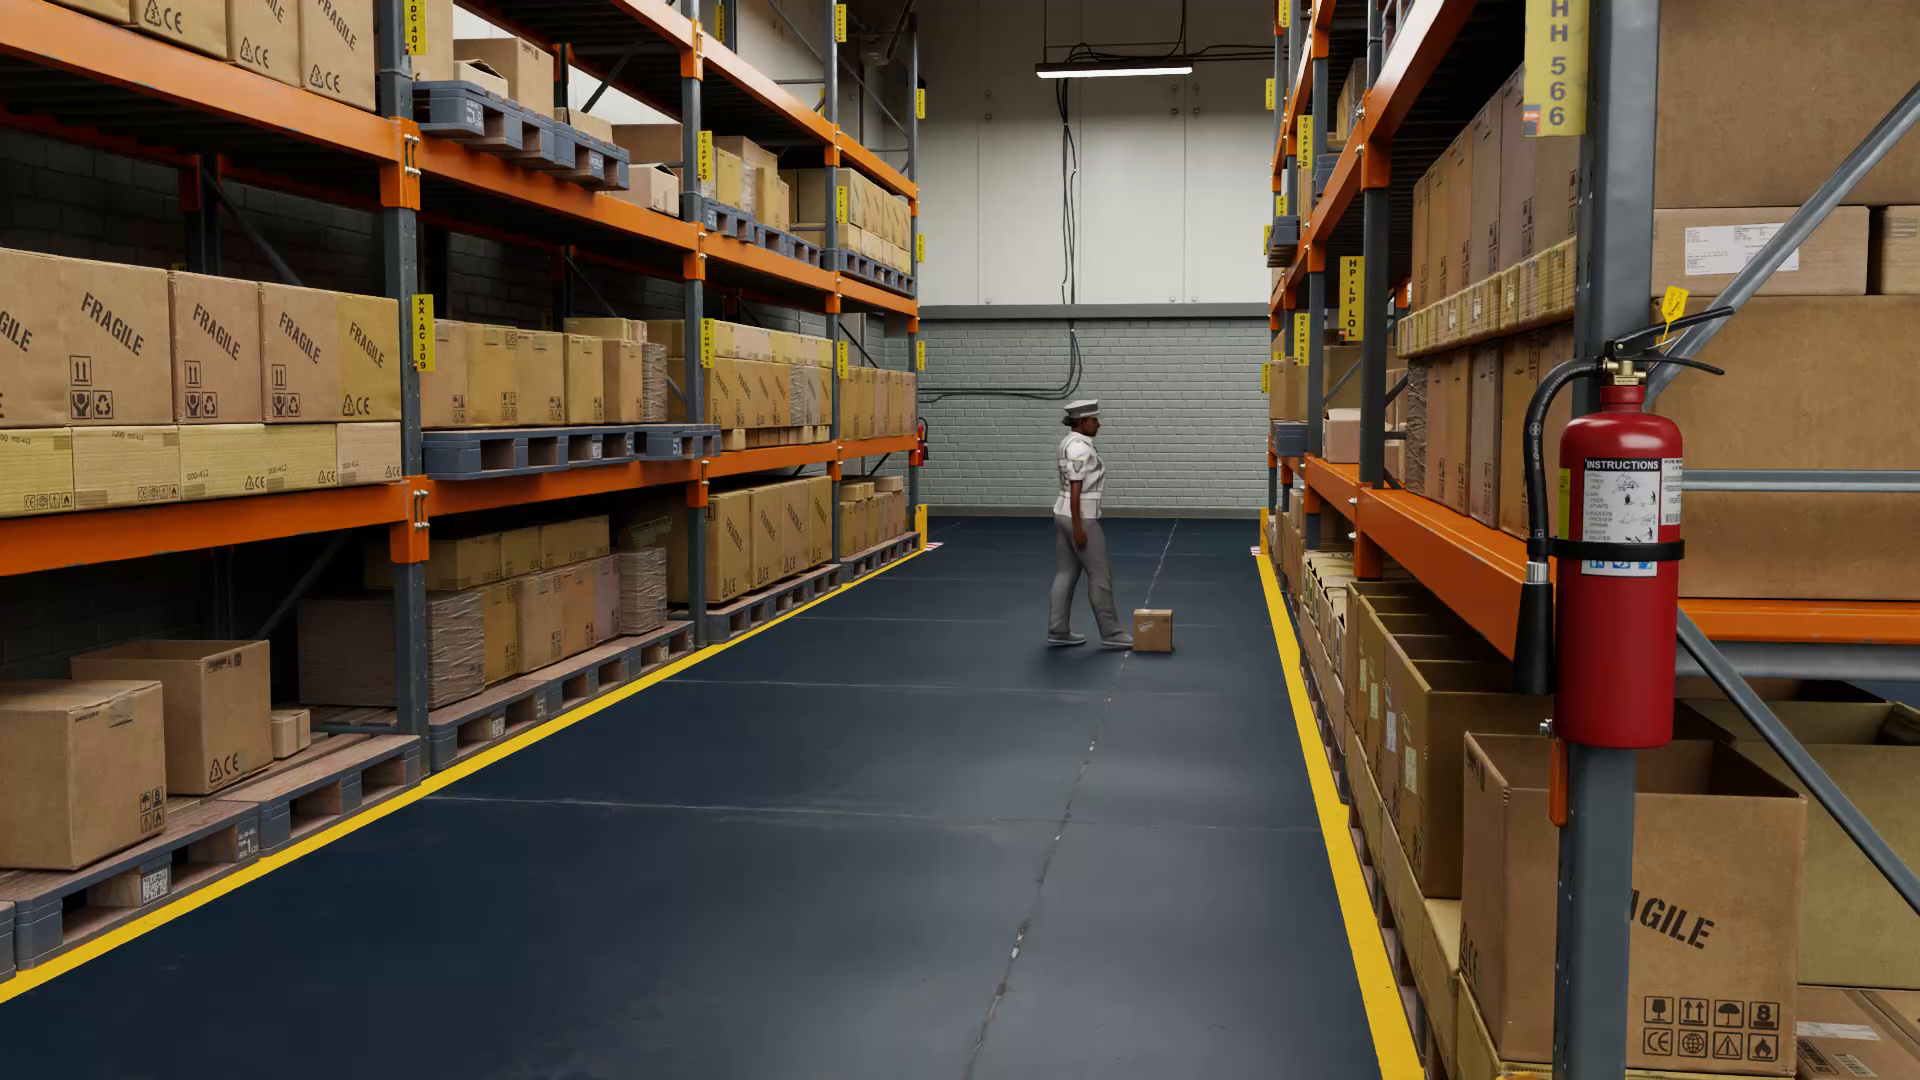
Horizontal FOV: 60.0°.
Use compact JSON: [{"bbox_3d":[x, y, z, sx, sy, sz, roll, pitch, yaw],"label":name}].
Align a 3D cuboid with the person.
[{"bbox_3d":[0.905,-0.118,11.205,0.626,1.662,0.459,-1,5,-9],"label":"person"}]
